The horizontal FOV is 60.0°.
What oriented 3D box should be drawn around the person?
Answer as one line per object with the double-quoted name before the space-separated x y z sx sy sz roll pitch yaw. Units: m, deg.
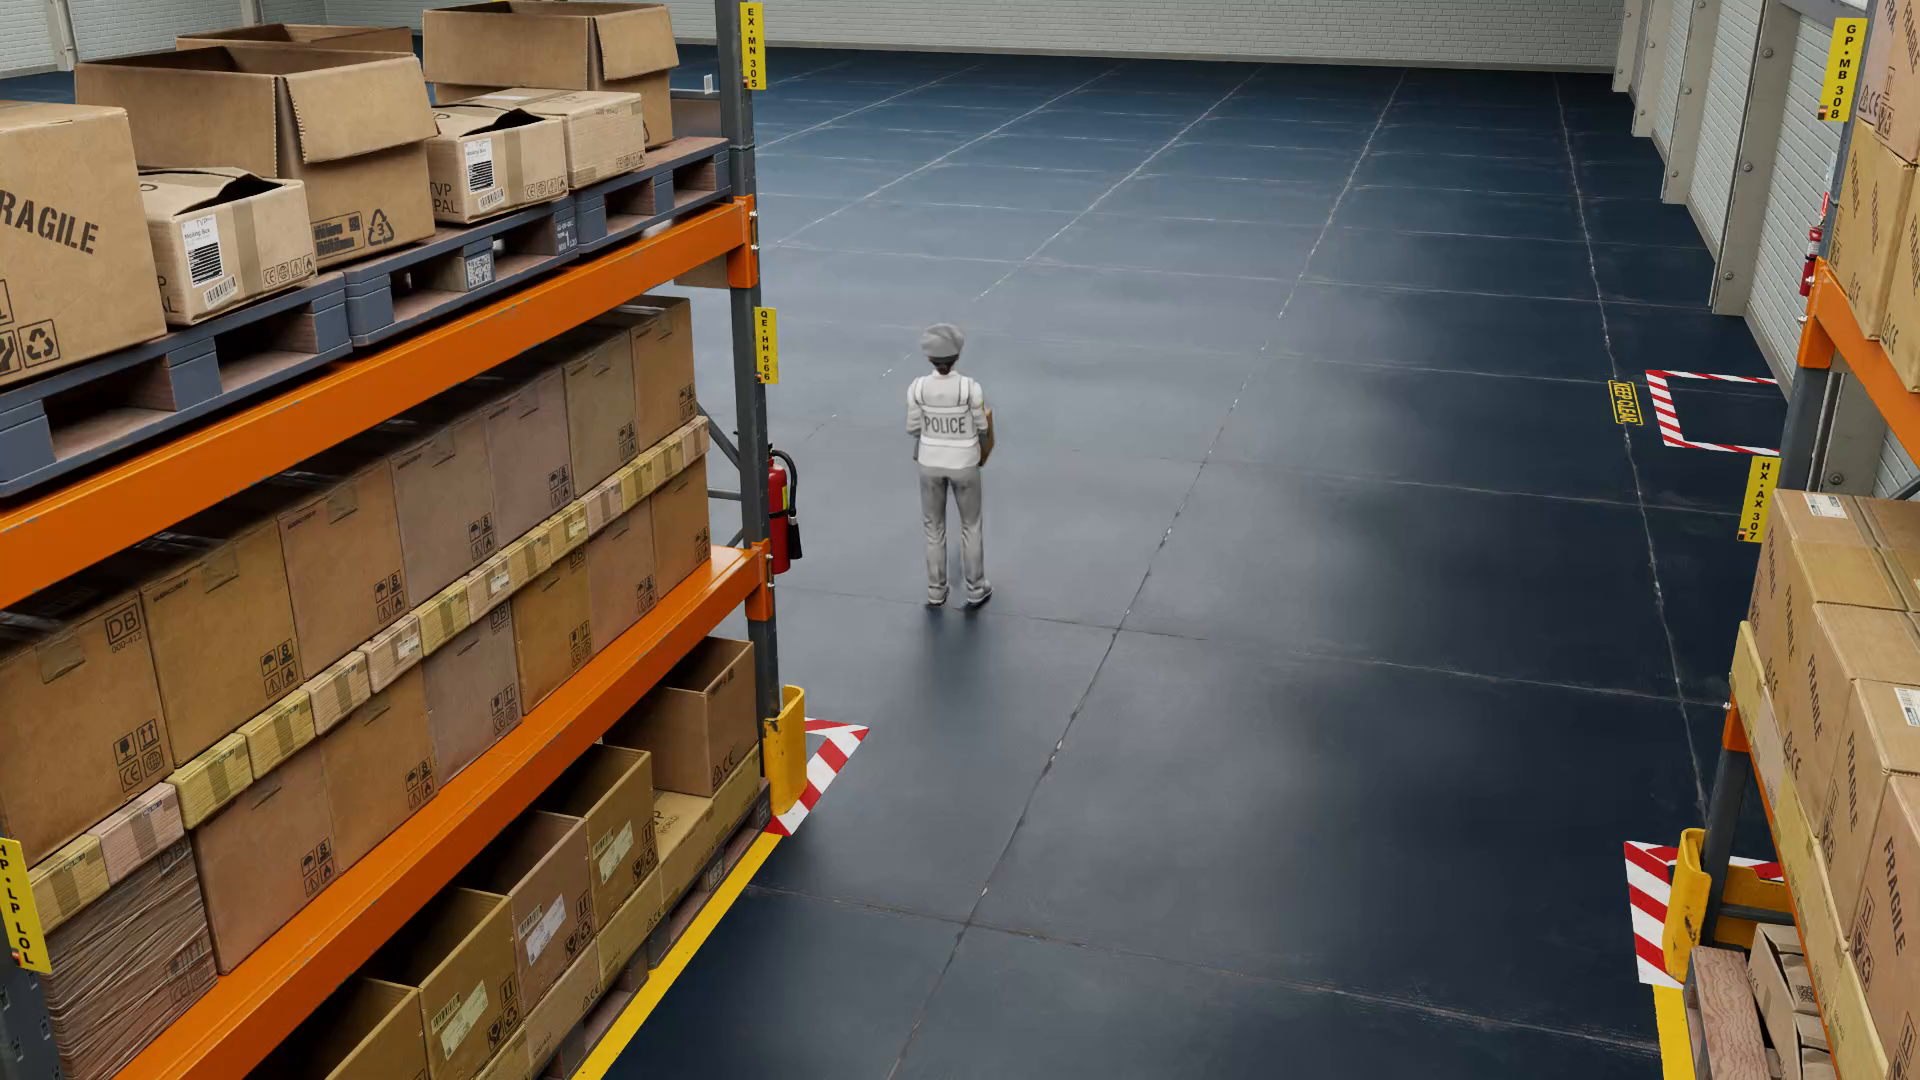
"person" -0.061 -0.445 9.634 0.496 1.700 0.543 3 22 6
